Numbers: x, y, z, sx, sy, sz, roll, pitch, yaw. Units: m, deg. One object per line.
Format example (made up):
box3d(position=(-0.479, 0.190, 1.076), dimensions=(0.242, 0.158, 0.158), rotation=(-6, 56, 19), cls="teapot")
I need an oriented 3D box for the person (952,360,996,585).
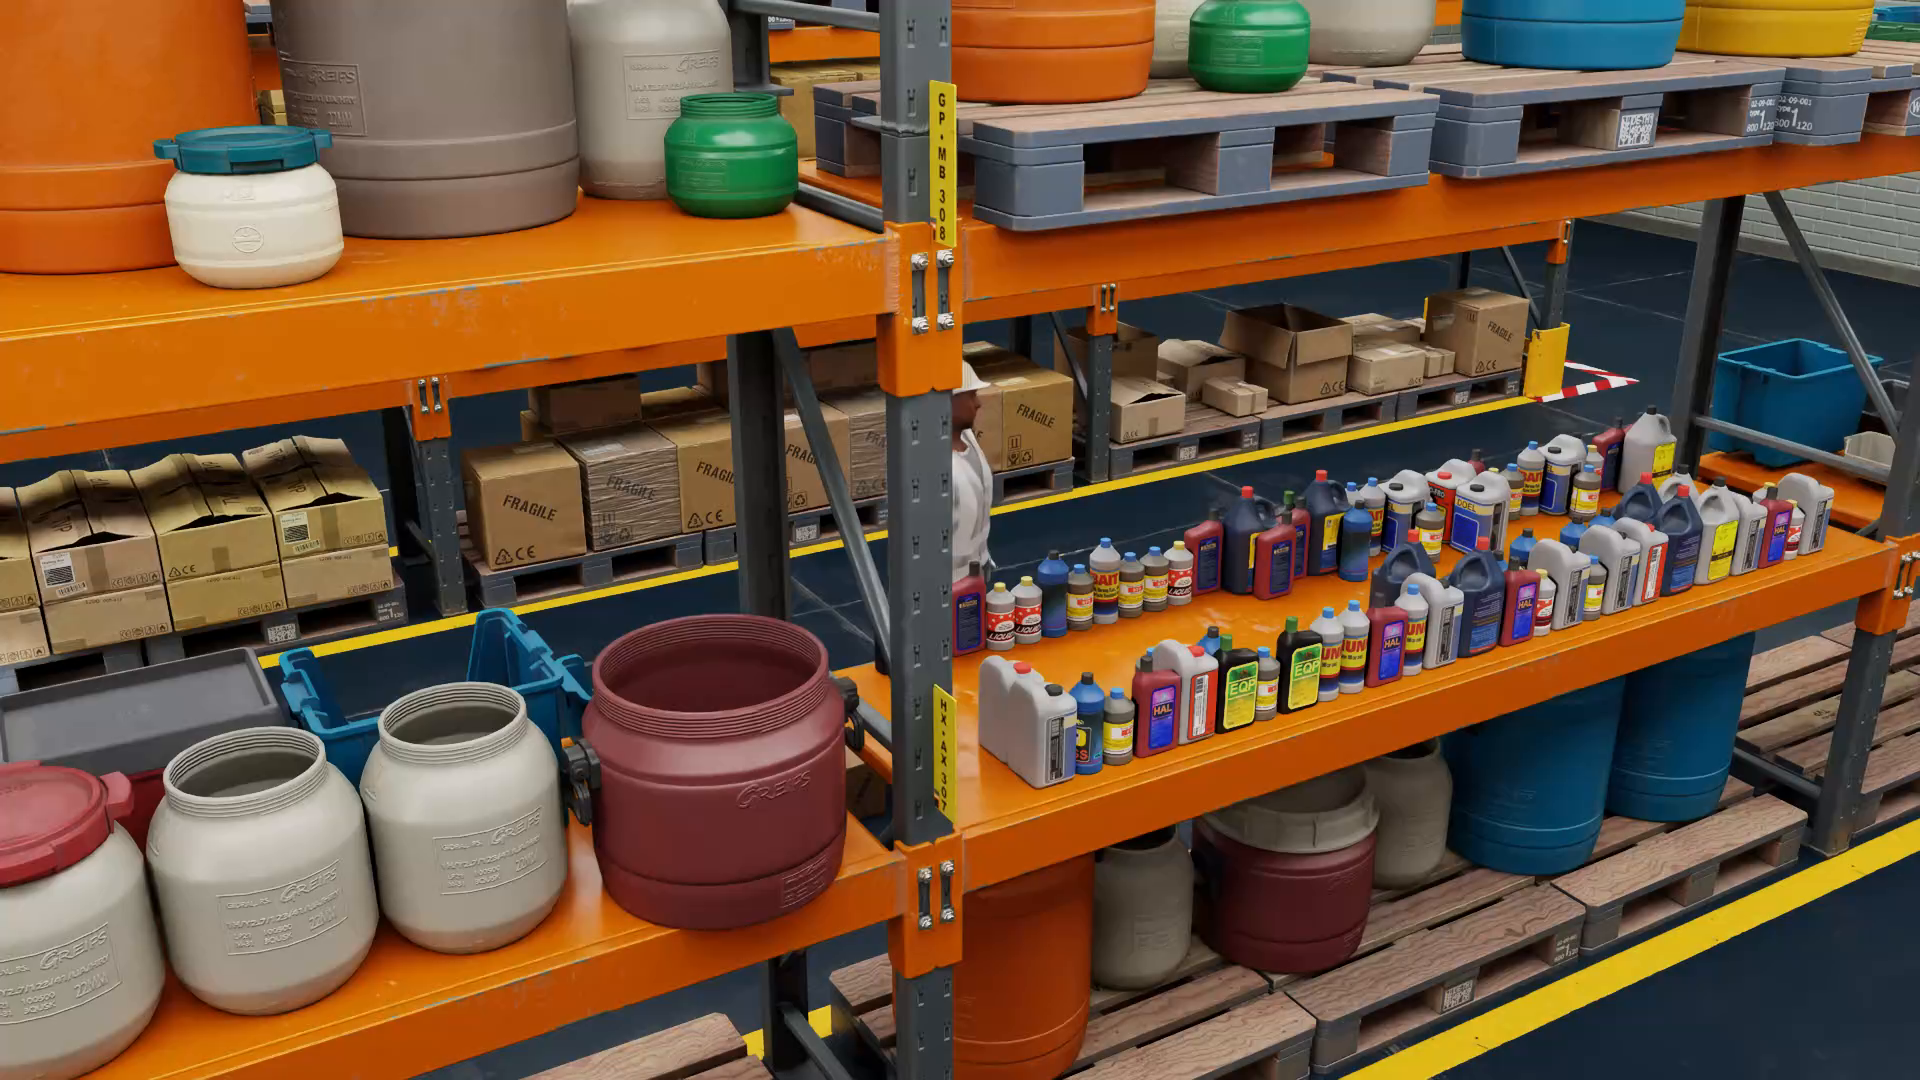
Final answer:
box3d(position=(-0.036, 0.132, 6.644), dimensions=(0.446, 1.784, 0.615), rotation=(8, 23, 19), cls="person")
